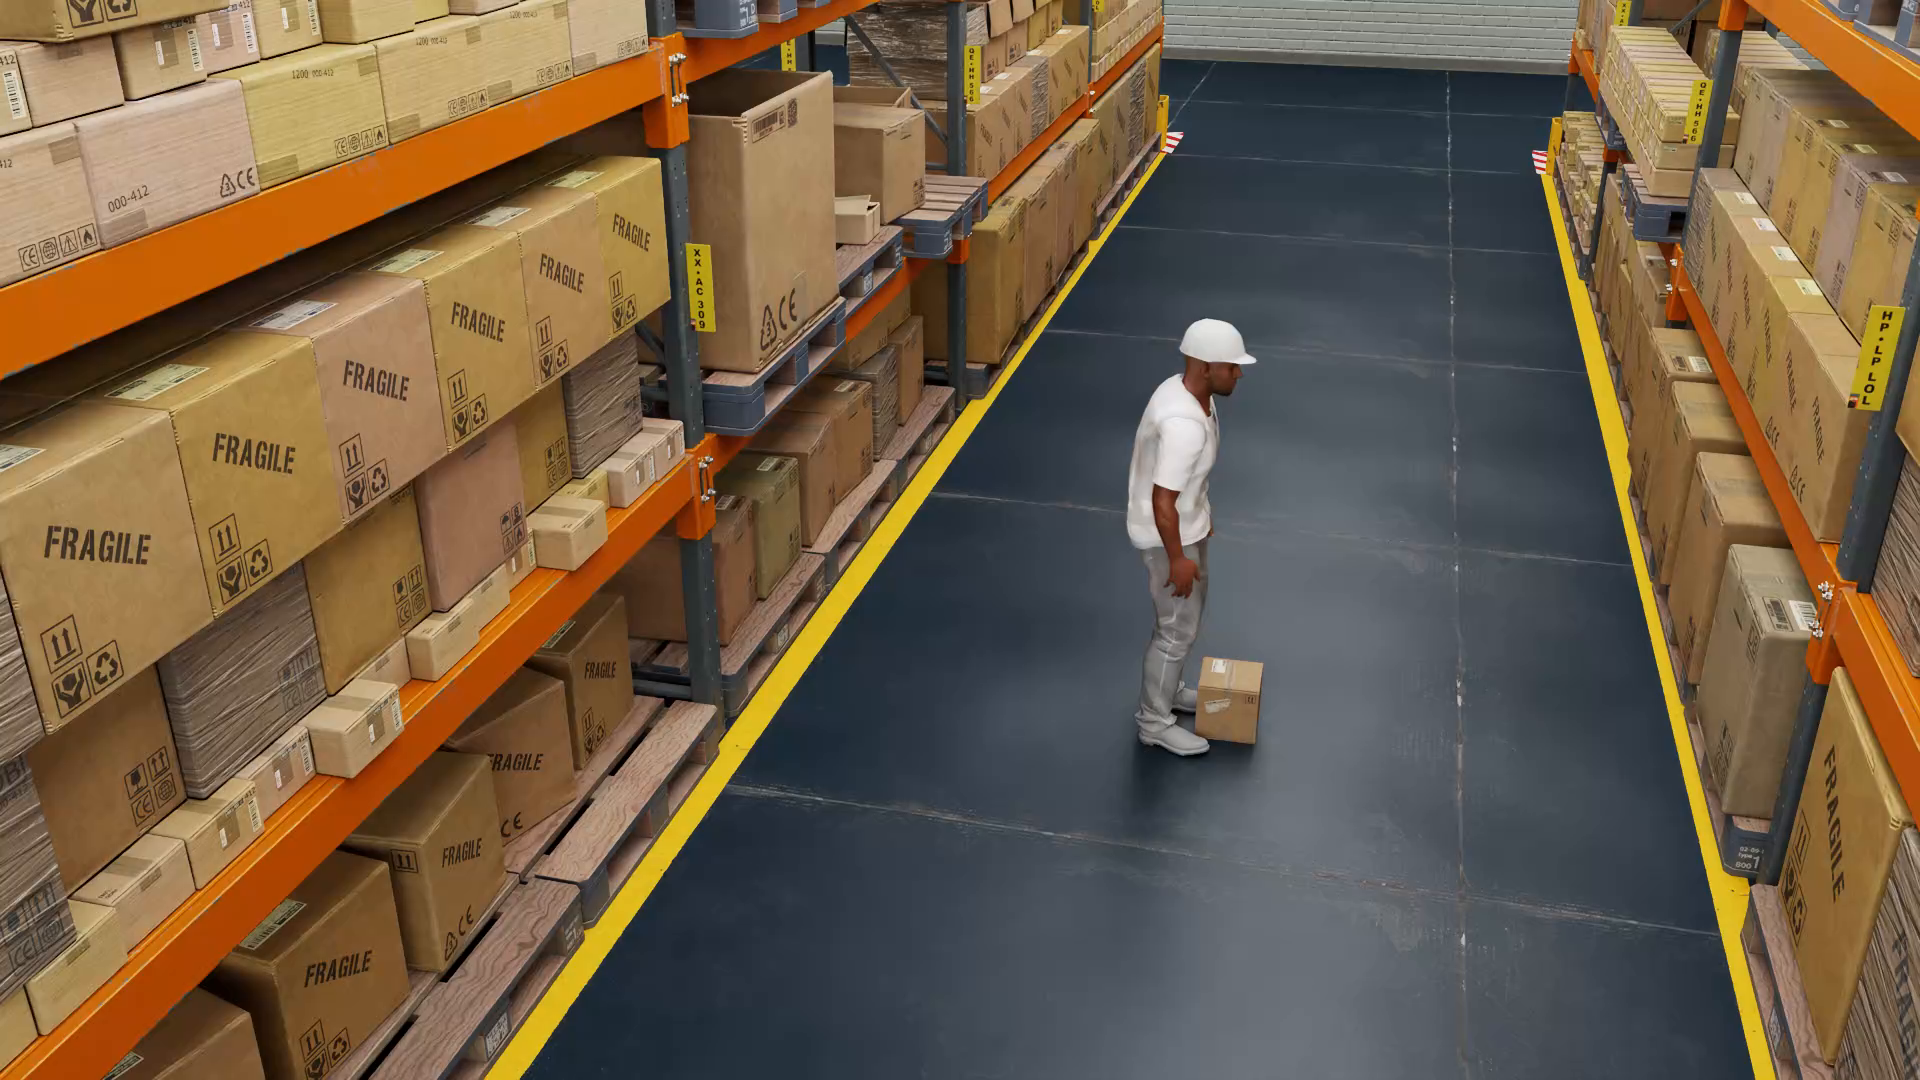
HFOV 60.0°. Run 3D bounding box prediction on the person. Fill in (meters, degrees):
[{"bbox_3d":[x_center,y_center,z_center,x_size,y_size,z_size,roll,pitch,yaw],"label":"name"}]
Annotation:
[{"bbox_3d":[0.897,-0.031,6.654,0.456,1.760,0.628,6,26,13],"label":"person"}]
